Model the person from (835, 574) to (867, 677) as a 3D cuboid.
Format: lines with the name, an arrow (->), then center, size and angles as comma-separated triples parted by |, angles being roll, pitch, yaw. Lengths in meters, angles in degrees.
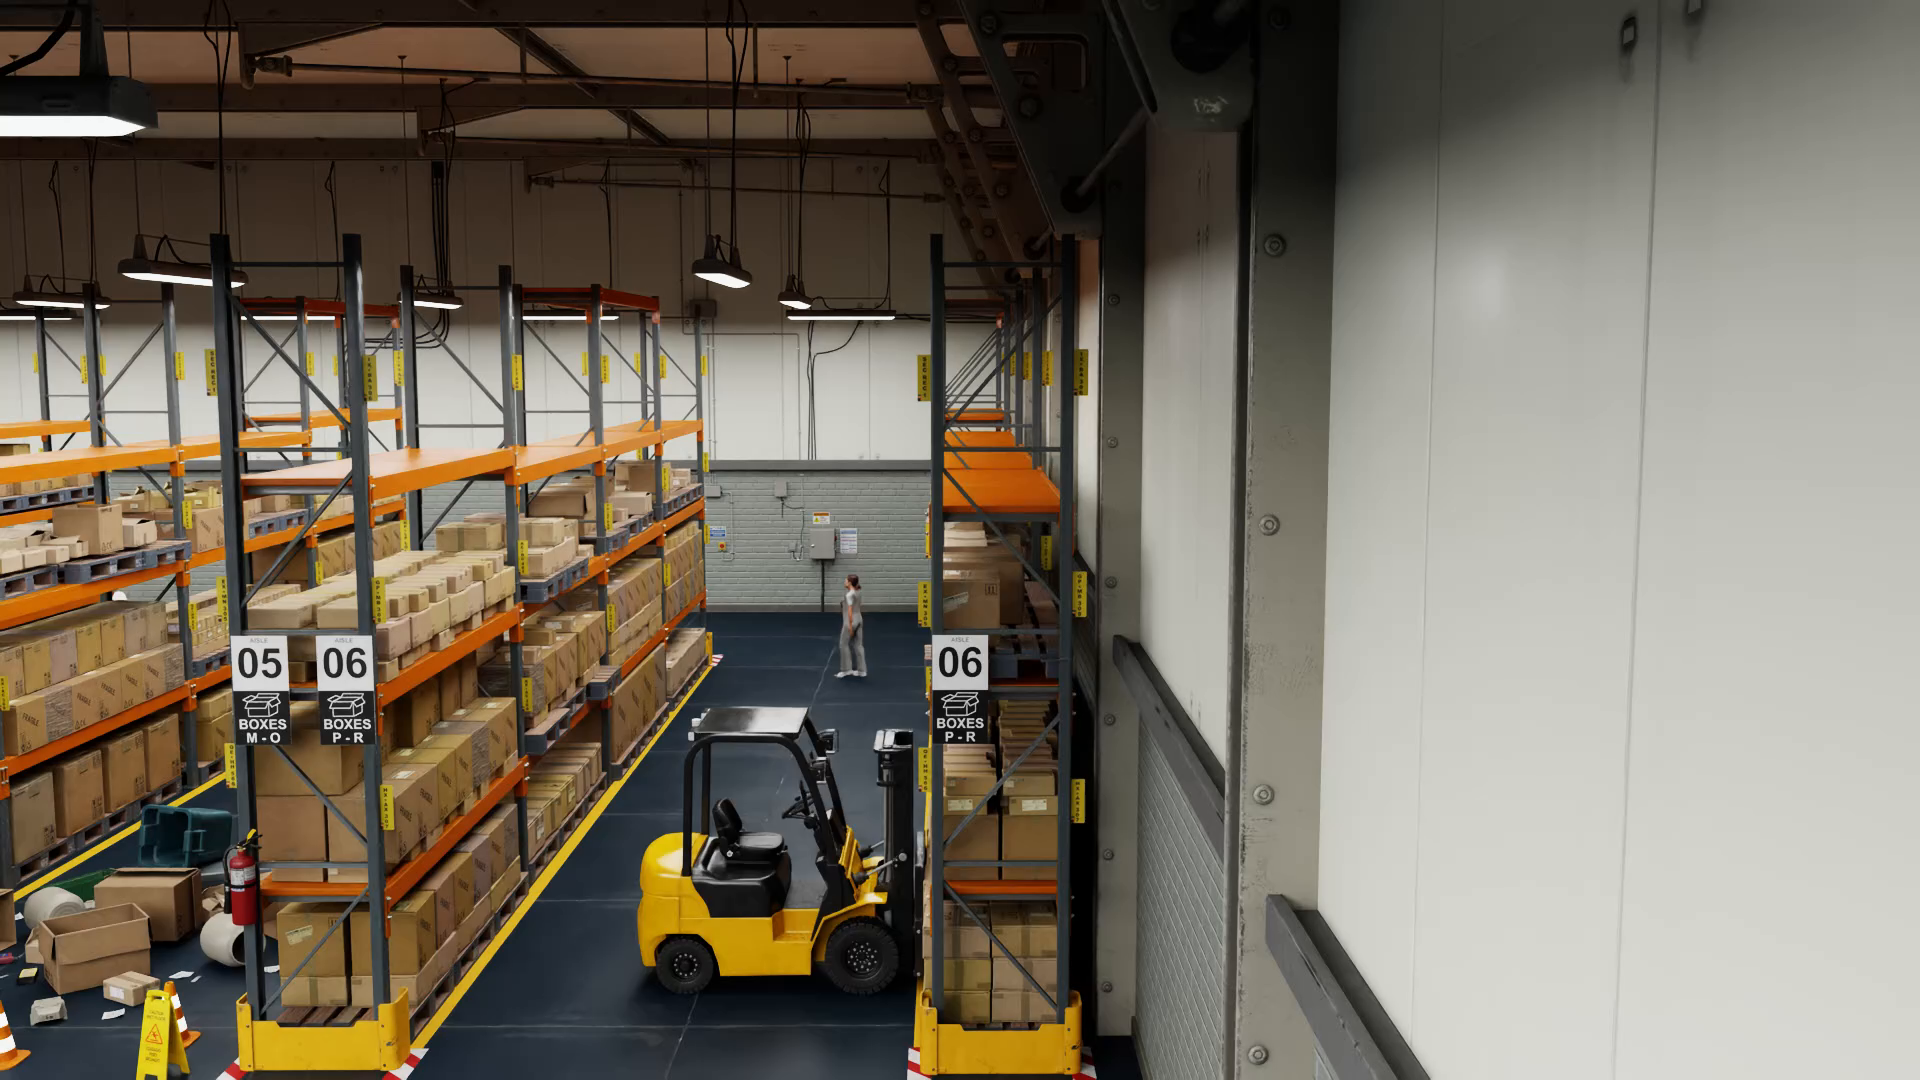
person -> -1.738, 1.393, 26.846 | 0.580, 1.706, 0.486 | 3, 7, 27

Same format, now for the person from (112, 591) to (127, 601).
person -> -12.506, 1.577, 24.953 | 0.601, 1.682, 0.724 | 1, 6, 8
